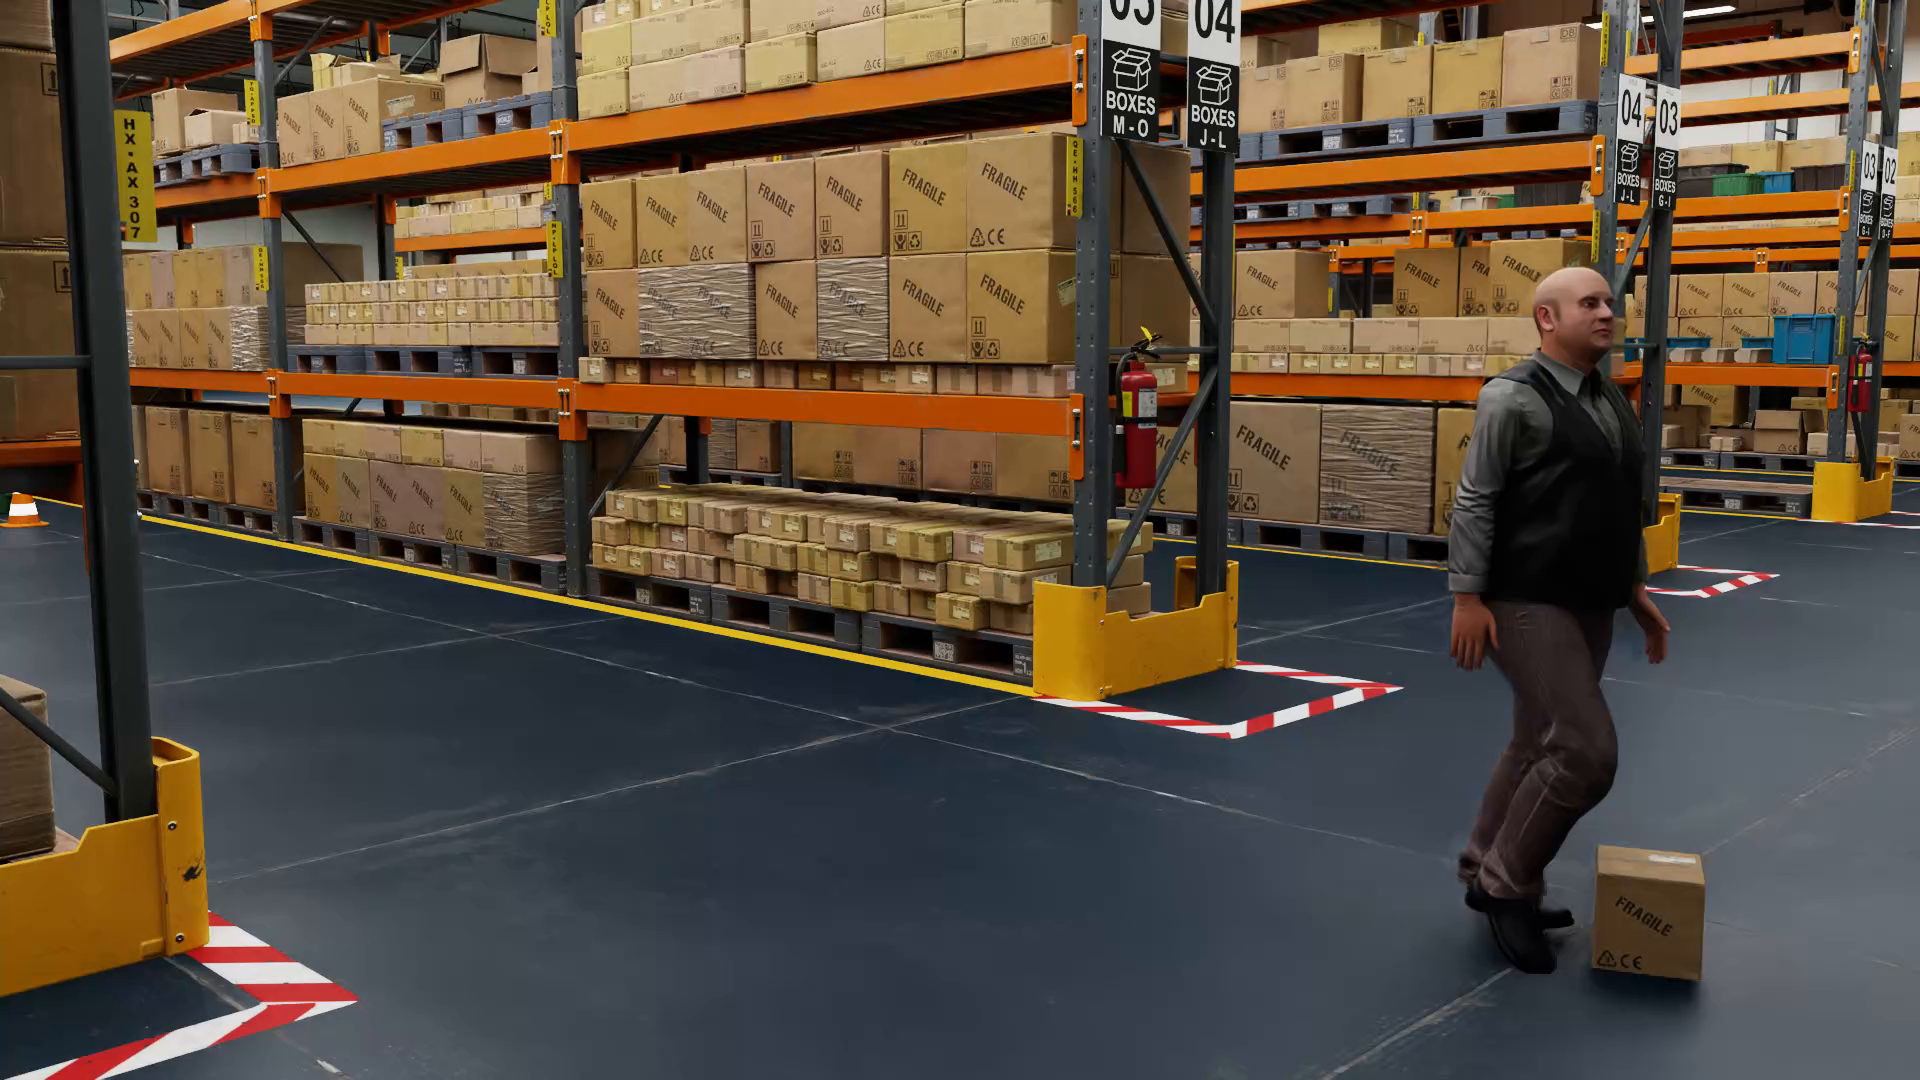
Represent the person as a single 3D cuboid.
[{"bbox_3d":[1.497,0.200,4.210,0.567,1.760,0.541,-5,9,-37],"label":"person"}]
